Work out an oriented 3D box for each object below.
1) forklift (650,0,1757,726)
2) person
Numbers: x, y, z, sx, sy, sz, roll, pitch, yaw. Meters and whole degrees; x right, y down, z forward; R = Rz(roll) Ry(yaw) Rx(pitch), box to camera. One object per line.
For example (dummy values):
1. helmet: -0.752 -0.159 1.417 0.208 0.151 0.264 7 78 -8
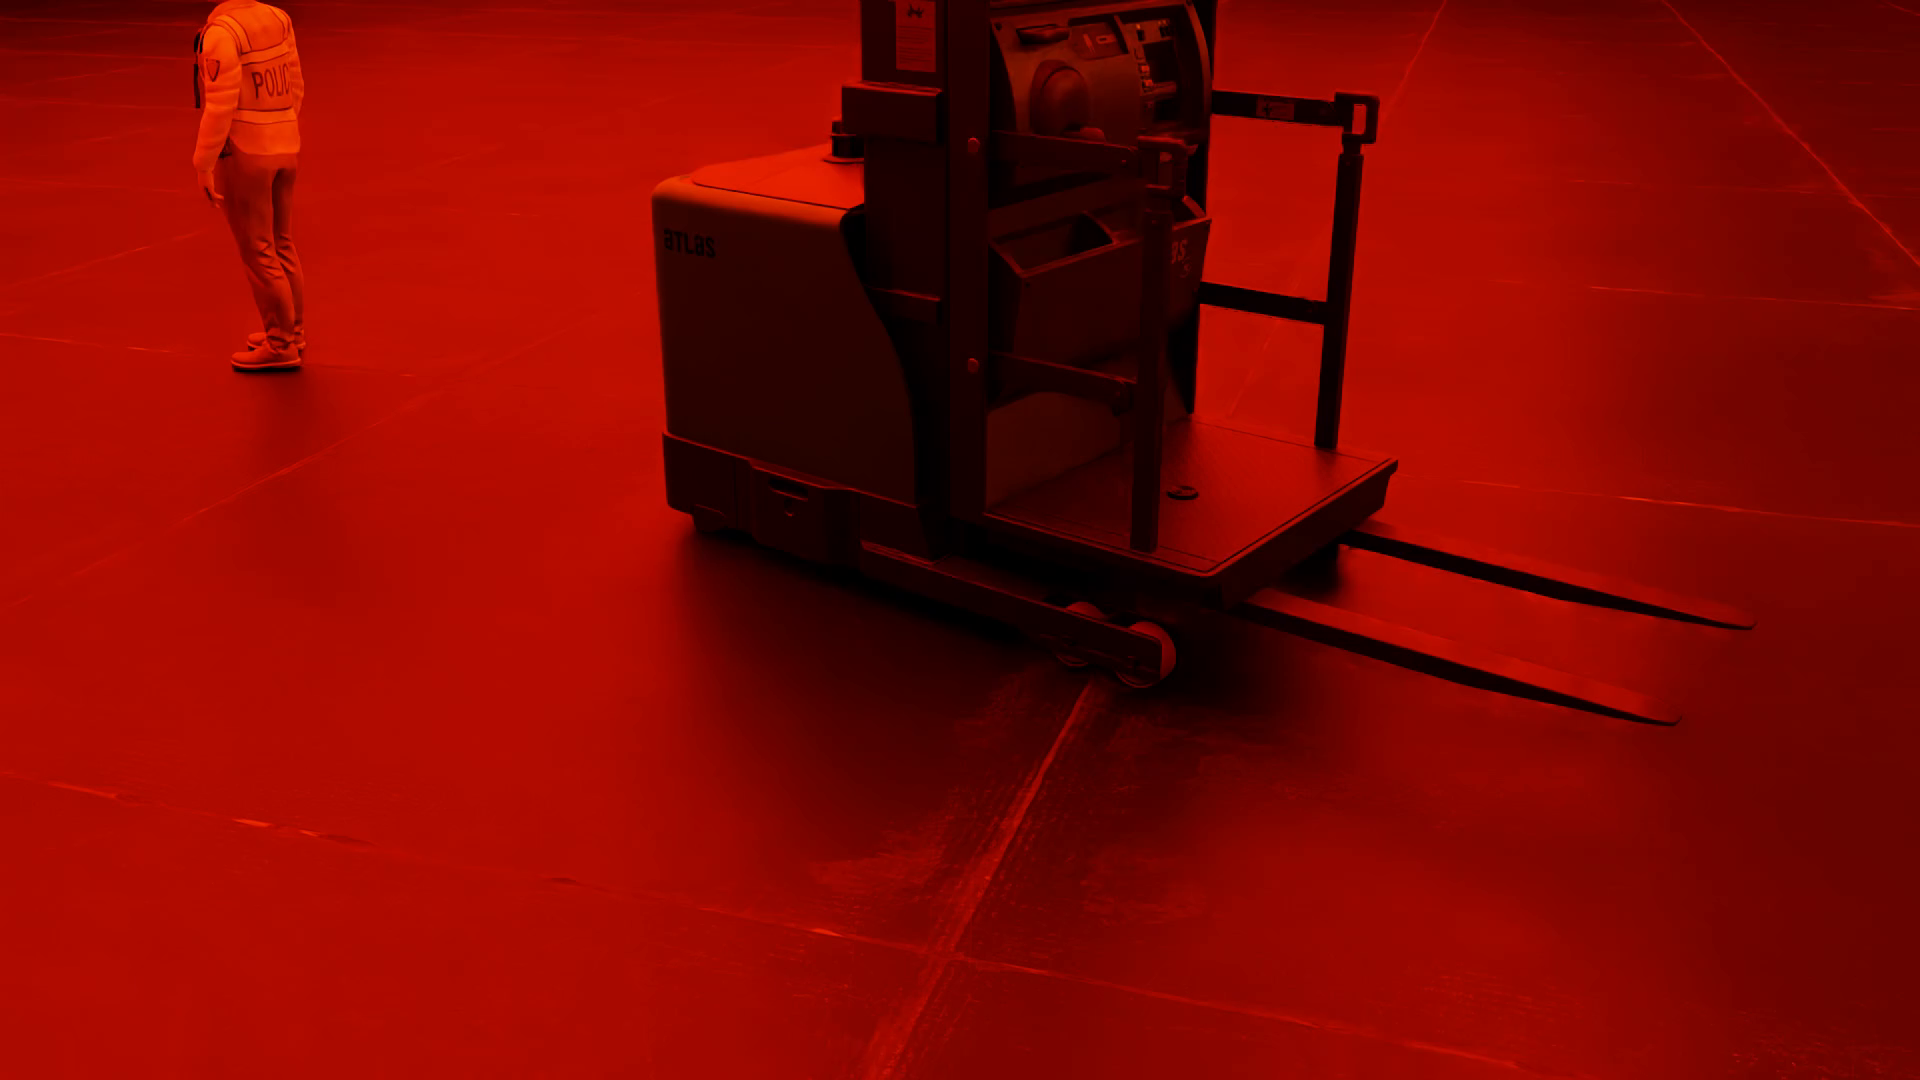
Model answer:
1. forklift: 0.549 -1.208 4.206 3.031 2.935 1.130 17 28 35
2. person: -2.827 -1.501 6.518 0.531 1.695 0.587 5 23 12
